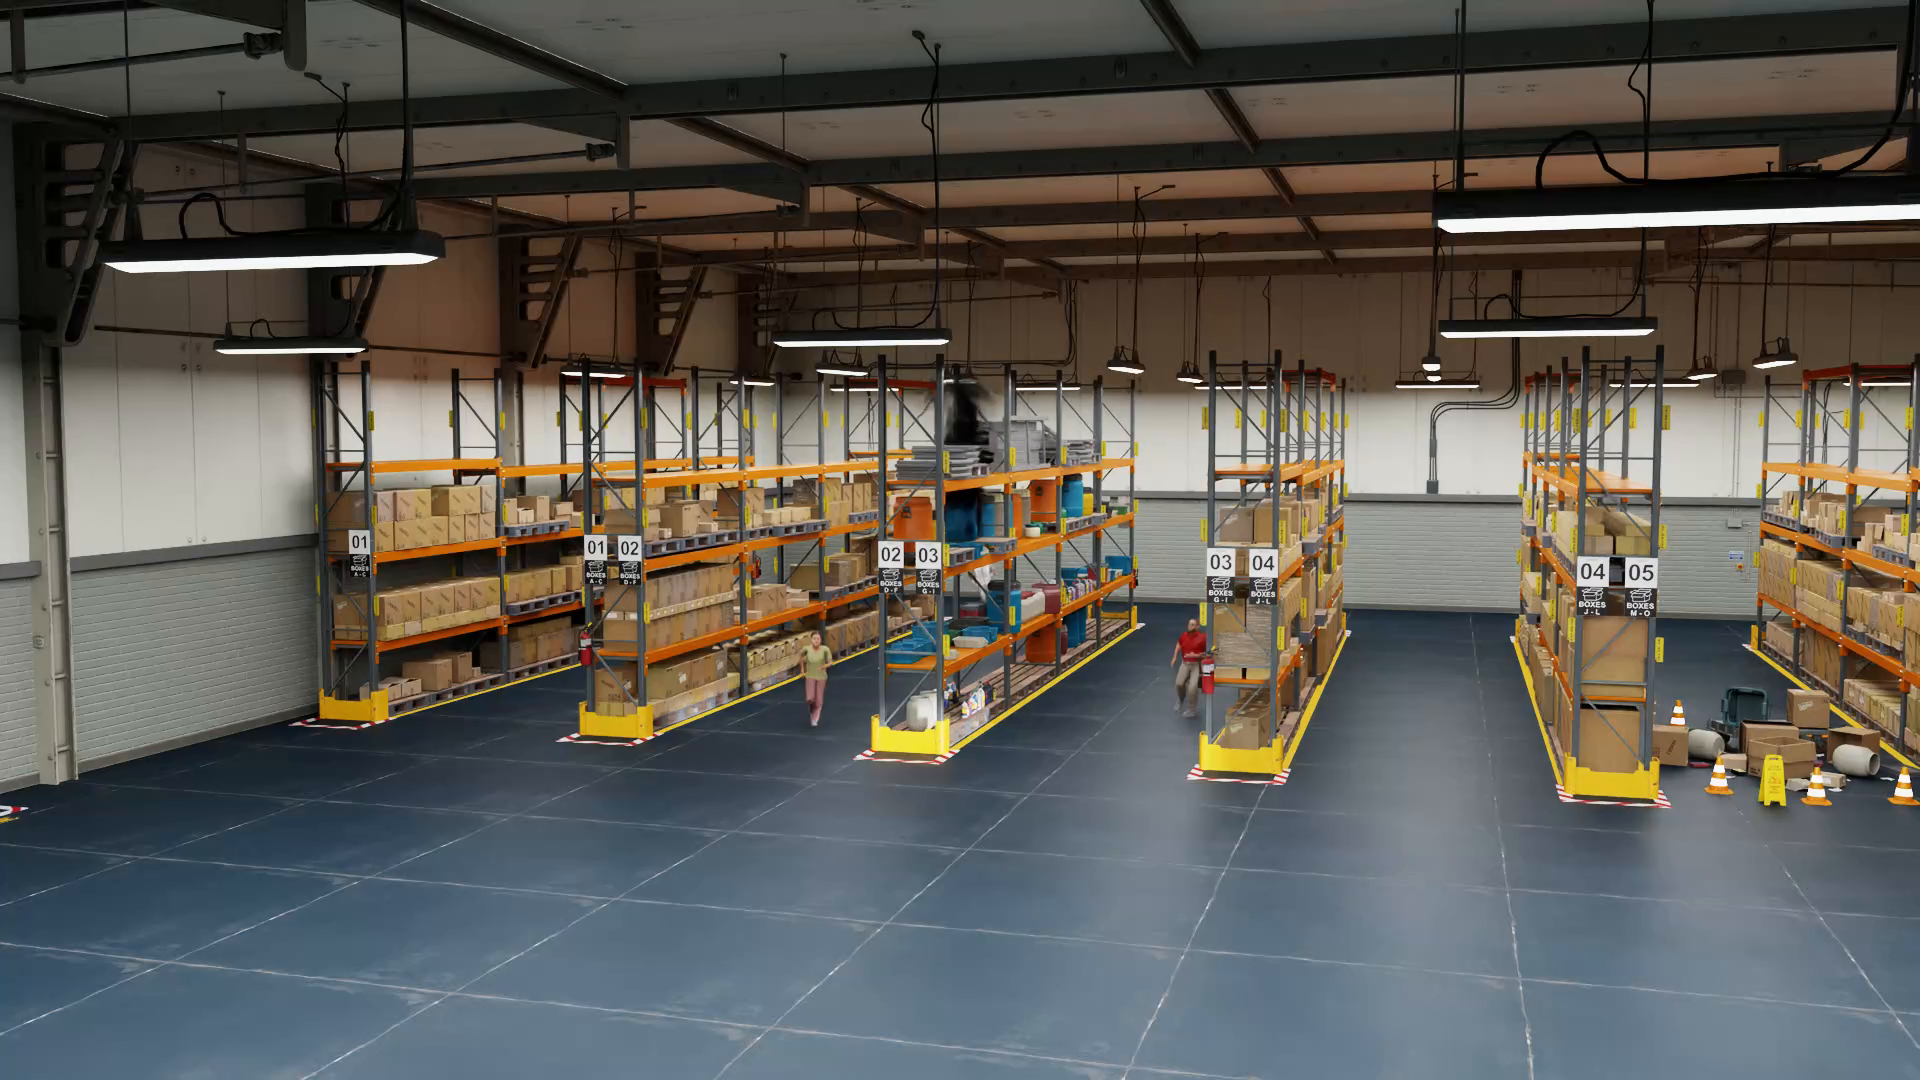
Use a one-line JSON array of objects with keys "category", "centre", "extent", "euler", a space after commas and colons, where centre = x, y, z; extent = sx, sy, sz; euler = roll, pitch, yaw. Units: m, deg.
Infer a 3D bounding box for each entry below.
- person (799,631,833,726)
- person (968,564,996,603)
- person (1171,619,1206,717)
[{"category": "person", "centre": [-2.334, 2.256, 26.959], "extent": [0.543, 1.592, 0.684], "euler": [-1, 4, -7]}, {"category": "person", "centre": [0.580, 1.146, 41.942], "extent": [0.684, 1.765, 0.667], "euler": [-1, 4, -10]}, {"category": "person", "centre": [3.903, 2.166, 28.158], "extent": [0.760, 1.688, 0.603], "euler": [2, 4, 23]}]
